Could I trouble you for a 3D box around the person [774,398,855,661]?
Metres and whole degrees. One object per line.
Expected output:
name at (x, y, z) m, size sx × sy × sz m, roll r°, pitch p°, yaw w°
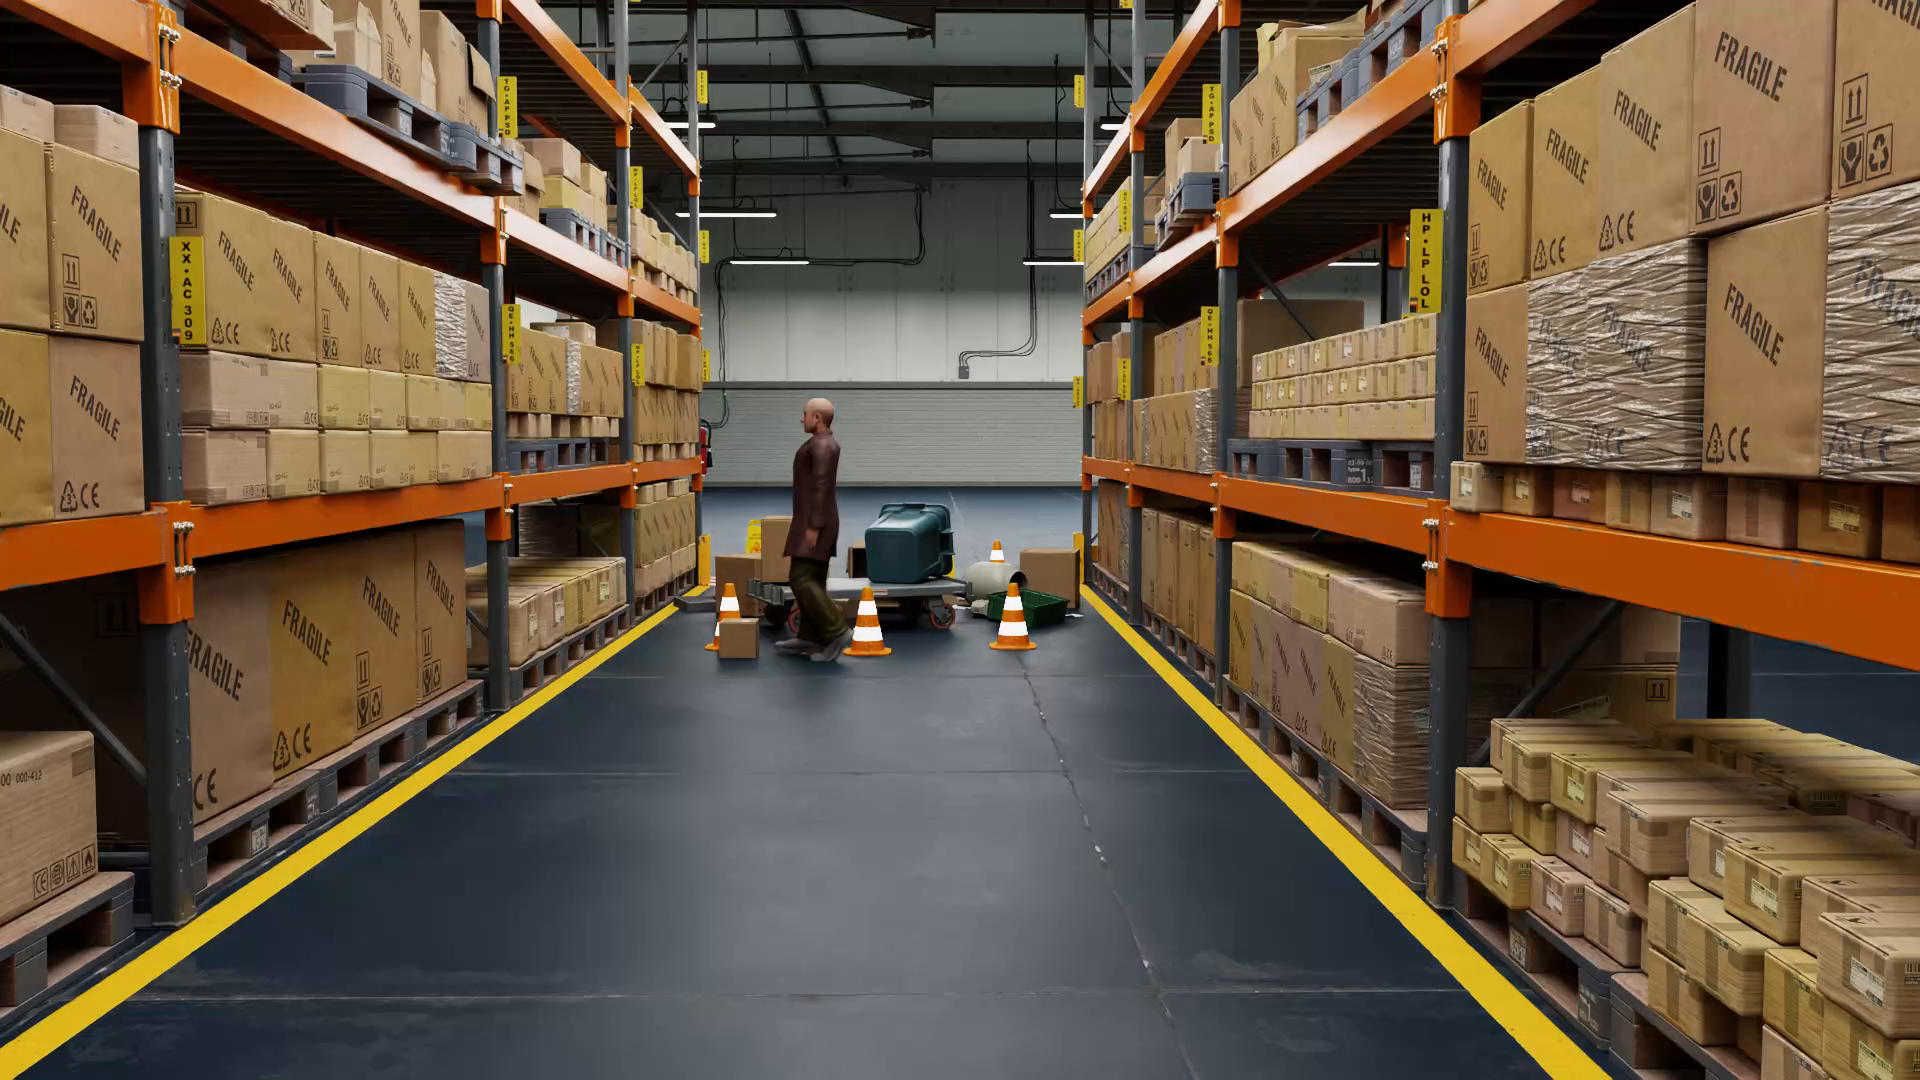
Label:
person at (-1.000, -0.071, 11.490) m, size 0.612 × 1.816 × 0.625 m, roll 0°, pitch 4°, yaw 5°
